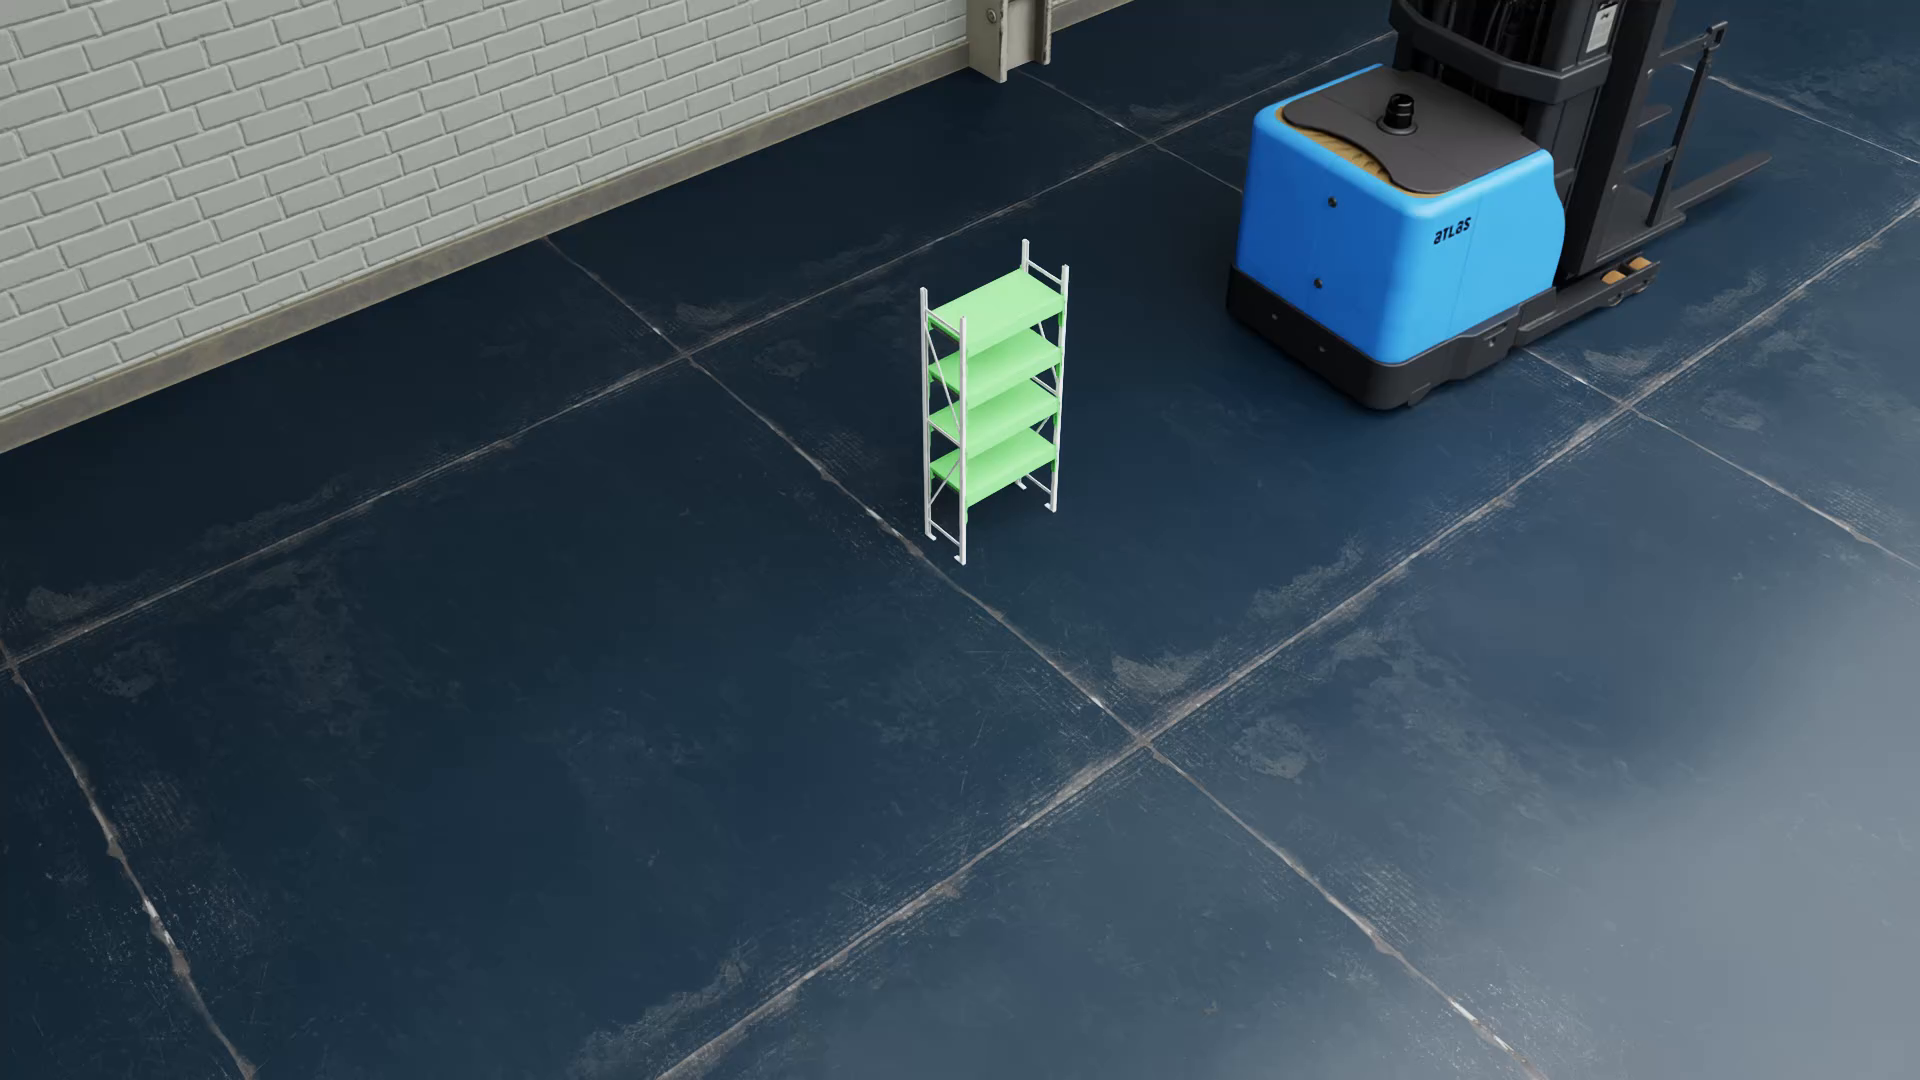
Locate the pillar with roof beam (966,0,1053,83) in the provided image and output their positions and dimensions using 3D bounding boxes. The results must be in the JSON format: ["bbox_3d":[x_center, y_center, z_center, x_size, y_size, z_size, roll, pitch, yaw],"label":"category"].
[{"bbox_3d":[3.044,-3.808,4.231,0.400,9.000,9.100,-30,51,-28],"label":"pillar with roof beam"}]

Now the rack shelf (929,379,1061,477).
[{"bbox_3d":[0.127,-0.463,6.460,0.480,0.148,0.258,-30,51,-28],"label":"rack shelf"}]

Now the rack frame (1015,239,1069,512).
[{"bbox_3d":[0.314,-0.617,6.531,0.015,1.200,0.240,-30,51,-28],"label":"rack frame"}]

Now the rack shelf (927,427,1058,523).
[{"bbox_3d":[0.127,-0.289,6.625,0.480,0.148,0.258,-30,51,-28],"label":"rack shelf"}]

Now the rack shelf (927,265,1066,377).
[{"bbox_3d":[0.127,-0.813,6.132,0.480,0.148,0.258,-30,51,-28],"label":"rack shelf"}]

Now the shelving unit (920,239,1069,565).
[{"bbox_3d":[0.127,-0.510,6.417,0.503,1.200,0.258,-30,51,-28],"label":"shelving unit"}]

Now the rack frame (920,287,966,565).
[{"bbox_3d":[-0.060,-0.403,6.303,0.015,1.200,0.240,-30,51,-28],"label":"rack frame"}]

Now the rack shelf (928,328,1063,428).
[{"bbox_3d":[0.127,-0.638,6.296,0.480,0.148,0.258,-30,51,-28],"label":"rack shelf"}]

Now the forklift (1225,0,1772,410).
[{"bbox_3d":[2.741,-2.452,7.219,3.031,2.935,1.130,-26,49,-25],"label":"forklift"}]
